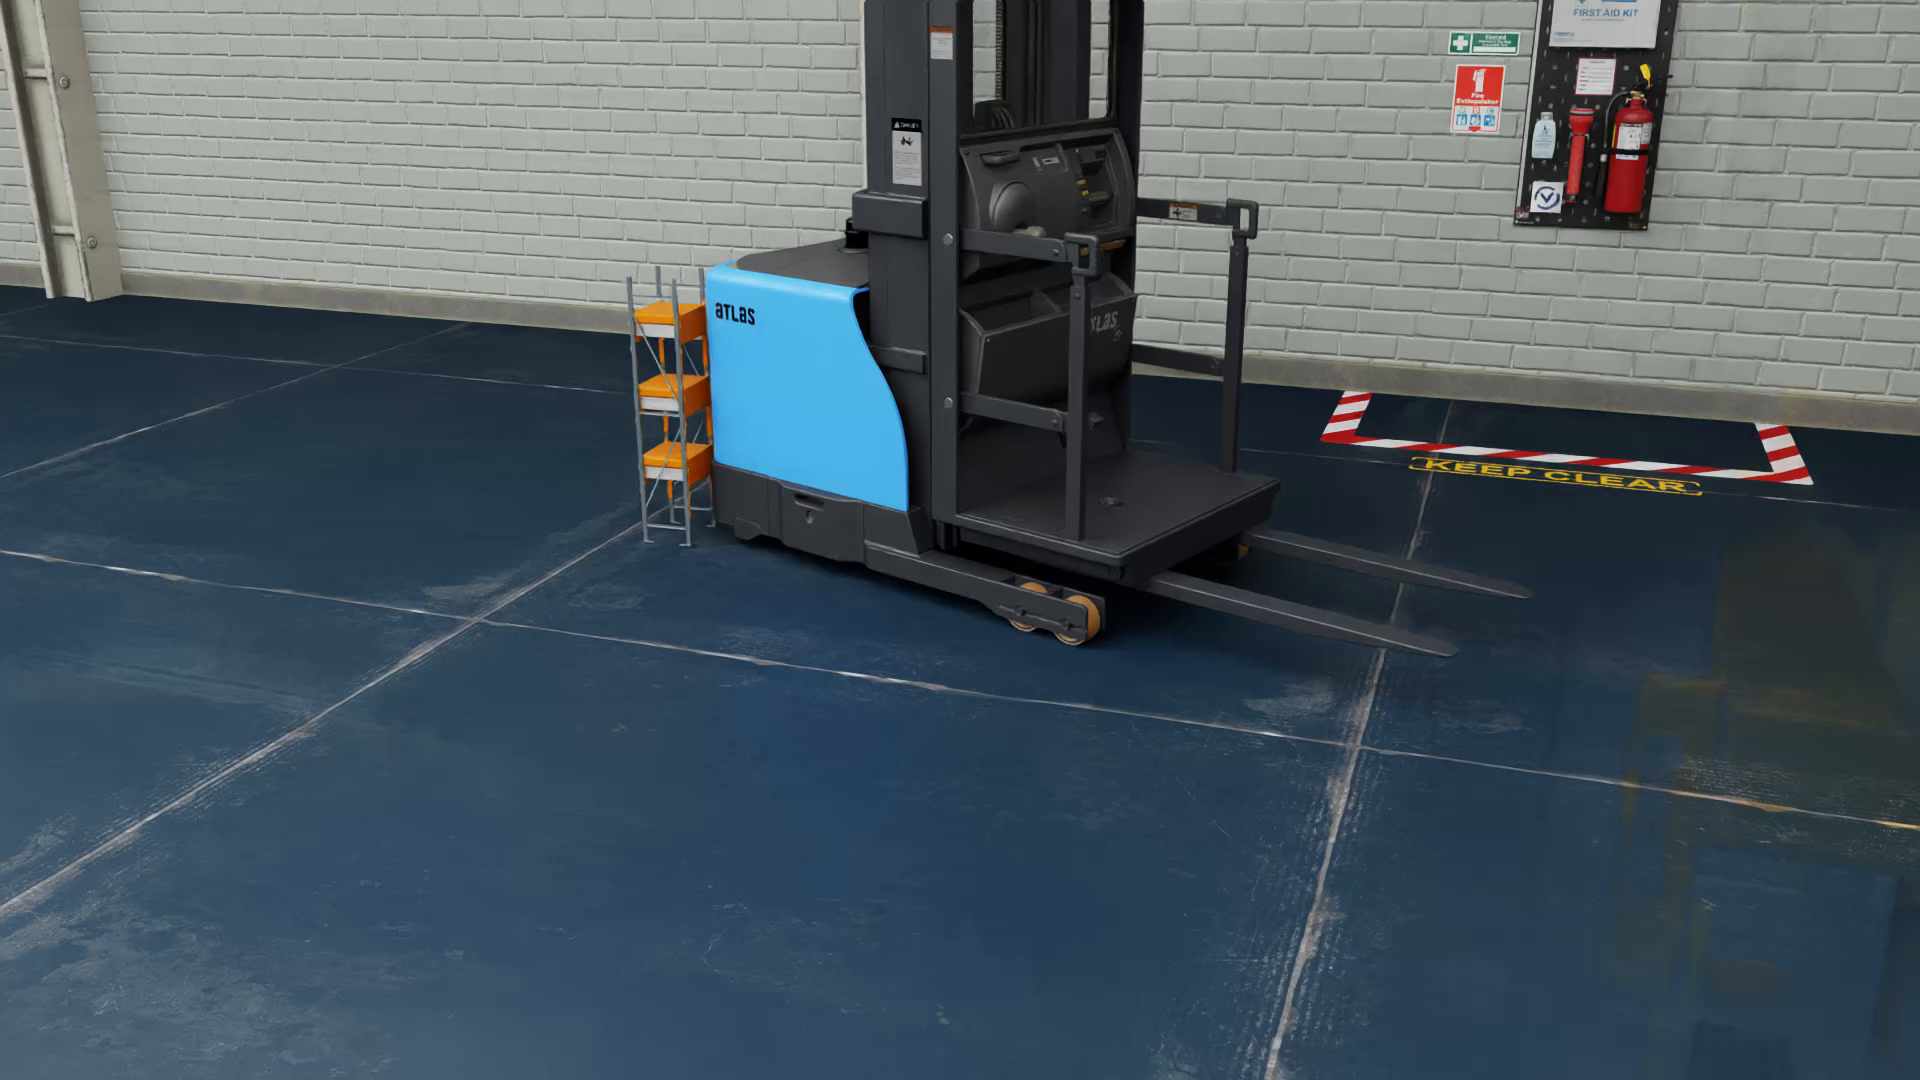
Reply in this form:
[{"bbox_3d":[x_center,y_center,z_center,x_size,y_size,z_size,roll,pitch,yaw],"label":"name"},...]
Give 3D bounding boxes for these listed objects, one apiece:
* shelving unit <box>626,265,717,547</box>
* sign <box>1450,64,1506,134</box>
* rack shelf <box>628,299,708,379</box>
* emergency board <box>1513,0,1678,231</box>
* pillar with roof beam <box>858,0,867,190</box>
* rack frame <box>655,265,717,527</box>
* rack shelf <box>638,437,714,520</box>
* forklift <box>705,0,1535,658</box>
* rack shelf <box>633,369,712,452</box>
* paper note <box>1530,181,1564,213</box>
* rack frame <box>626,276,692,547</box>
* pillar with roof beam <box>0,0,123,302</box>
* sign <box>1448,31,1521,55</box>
[{"bbox_3d":[-1.115,-0.518,6.467,0.215,1.050,0.252,5,20,15],"label":"shelving unit"},{"bbox_3d":[2.556,-2.178,8.214,0.234,0.329,0.001,7,20,18],"label":"sign"},{"bbox_3d":[-1.115,-0.776,6.377,0.215,0.259,0.240,5,20,15],"label":"rack shelf"},{"bbox_3d":[3.045,-2.070,7.957,0.643,1.169,0.194,7,20,18],"label":"emergency board"},{"bbox_3d":[-1.714,-3.933,4.189,0.400,9.000,9.100,7,20,18],"label":"pillar with roof beam"},{"bbox_3d":[-1.082,-0.557,6.578,0.200,1.050,0.008,5,20,15],"label":"rack frame"},{"bbox_3d":[-1.115,-0.246,6.562,0.215,0.259,0.240,5,20,15],"label":"rack shelf"},{"bbox_3d":[0.482,-1.227,5.645,3.031,2.935,1.130,15,24,36],"label":"forklift"},{"bbox_3d":[-1.115,-0.508,6.471,0.215,0.259,0.240,5,20,15],"label":"rack shelf"},{"bbox_3d":[2.900,-1.694,8.218,0.142,0.148,0.016,7,20,18],"label":"paper note"},{"bbox_3d":[-1.148,-0.479,6.356,0.200,1.050,0.008,5,20,15],"label":"rack frame"},{"bbox_3d":[-7.381,-4.581,6.048,0.400,9.000,9.100,7,20,18],"label":"pillar with roof beam"},{"bbox_3d":[2.558,-2.425,8.118,0.331,0.109,0.001,7,20,18],"label":"sign"}]
